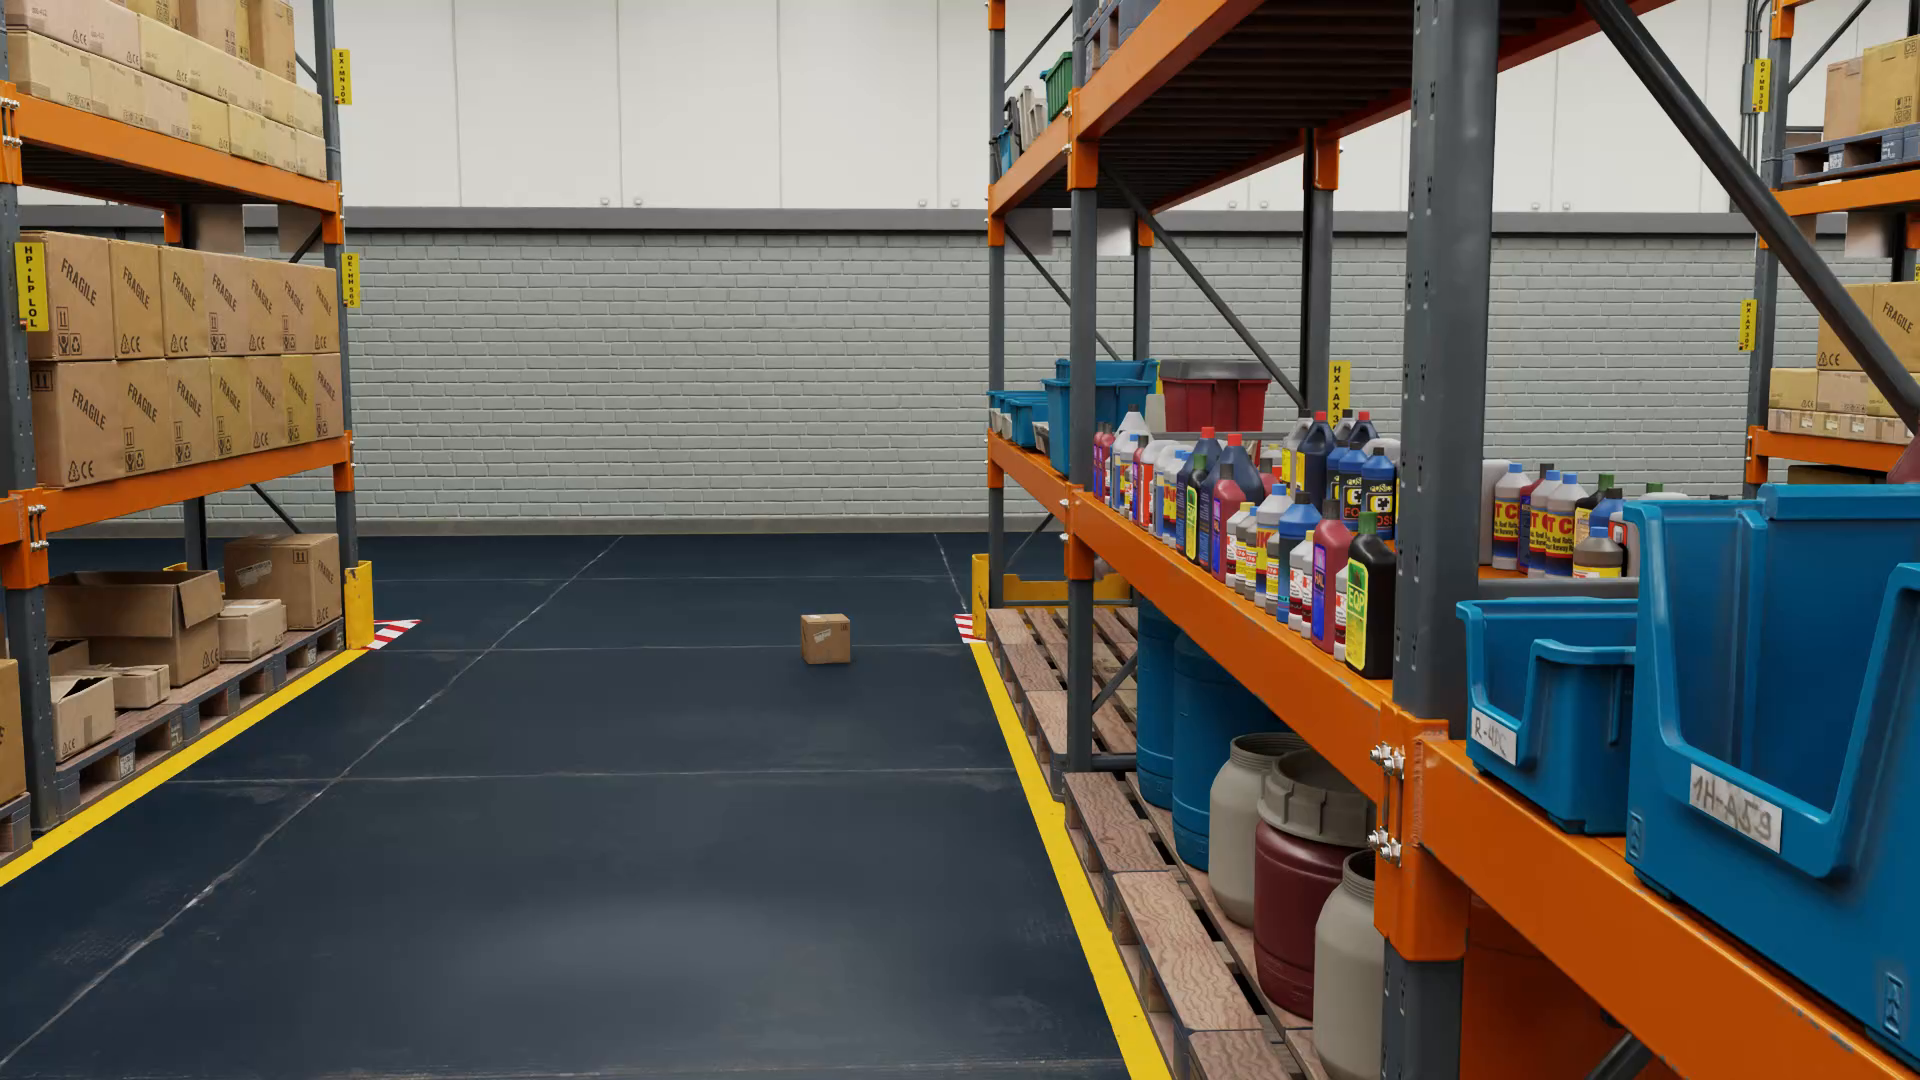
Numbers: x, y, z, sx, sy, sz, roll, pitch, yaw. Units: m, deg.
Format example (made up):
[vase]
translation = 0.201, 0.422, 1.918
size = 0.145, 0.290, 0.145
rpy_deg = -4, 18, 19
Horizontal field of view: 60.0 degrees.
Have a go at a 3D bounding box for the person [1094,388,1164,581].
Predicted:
[person]
translation = 1.310, -0.363, 11.675
size = 0.809, 1.632, 0.464
rpy_deg = 2, 7, 12
